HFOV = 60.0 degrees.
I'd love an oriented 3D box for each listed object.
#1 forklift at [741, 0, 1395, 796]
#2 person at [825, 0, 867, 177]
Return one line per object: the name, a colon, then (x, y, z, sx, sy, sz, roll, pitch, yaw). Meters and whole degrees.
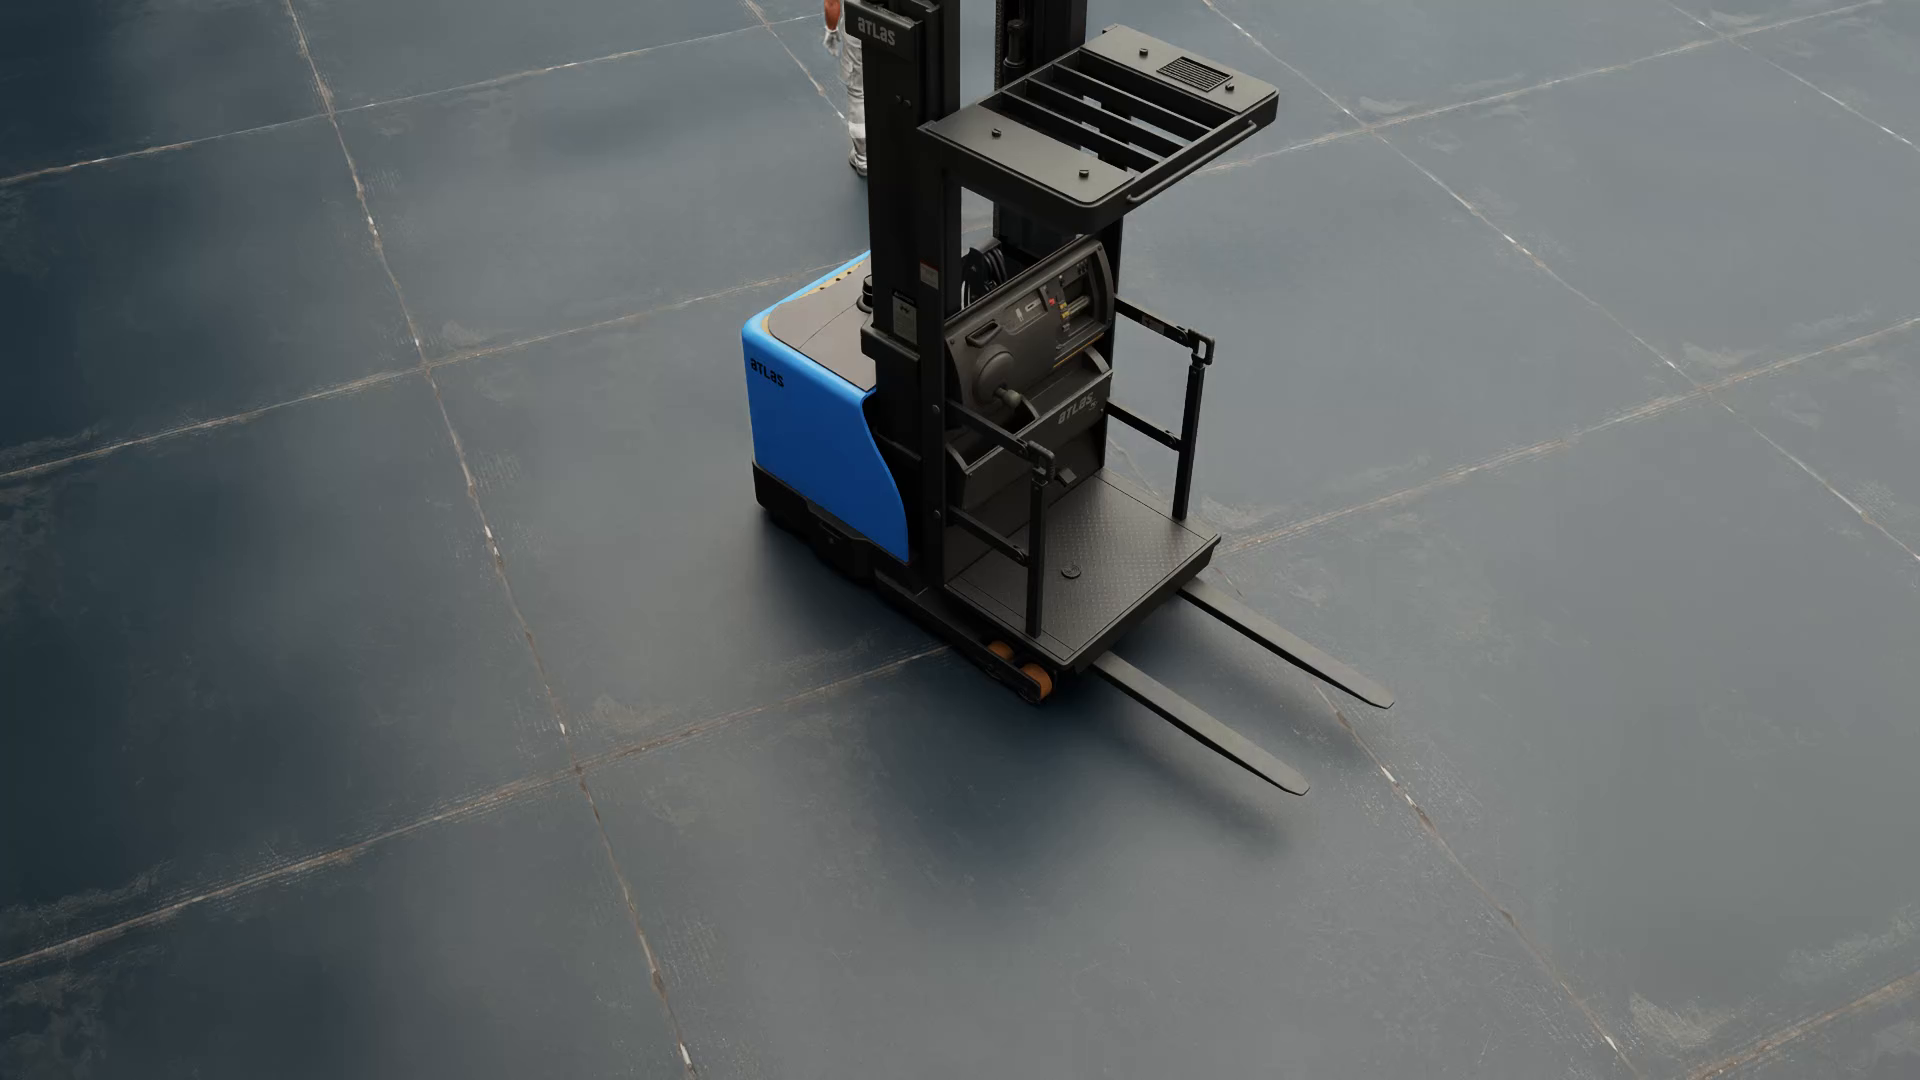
forklift: (0.445, -0.788, 6.525, 3.031, 2.935, 1.130, 32, 52, 30)
person: (-0.487, -2.971, 9.710, 0.609, 1.779, 0.454, -5, 43, -5)
